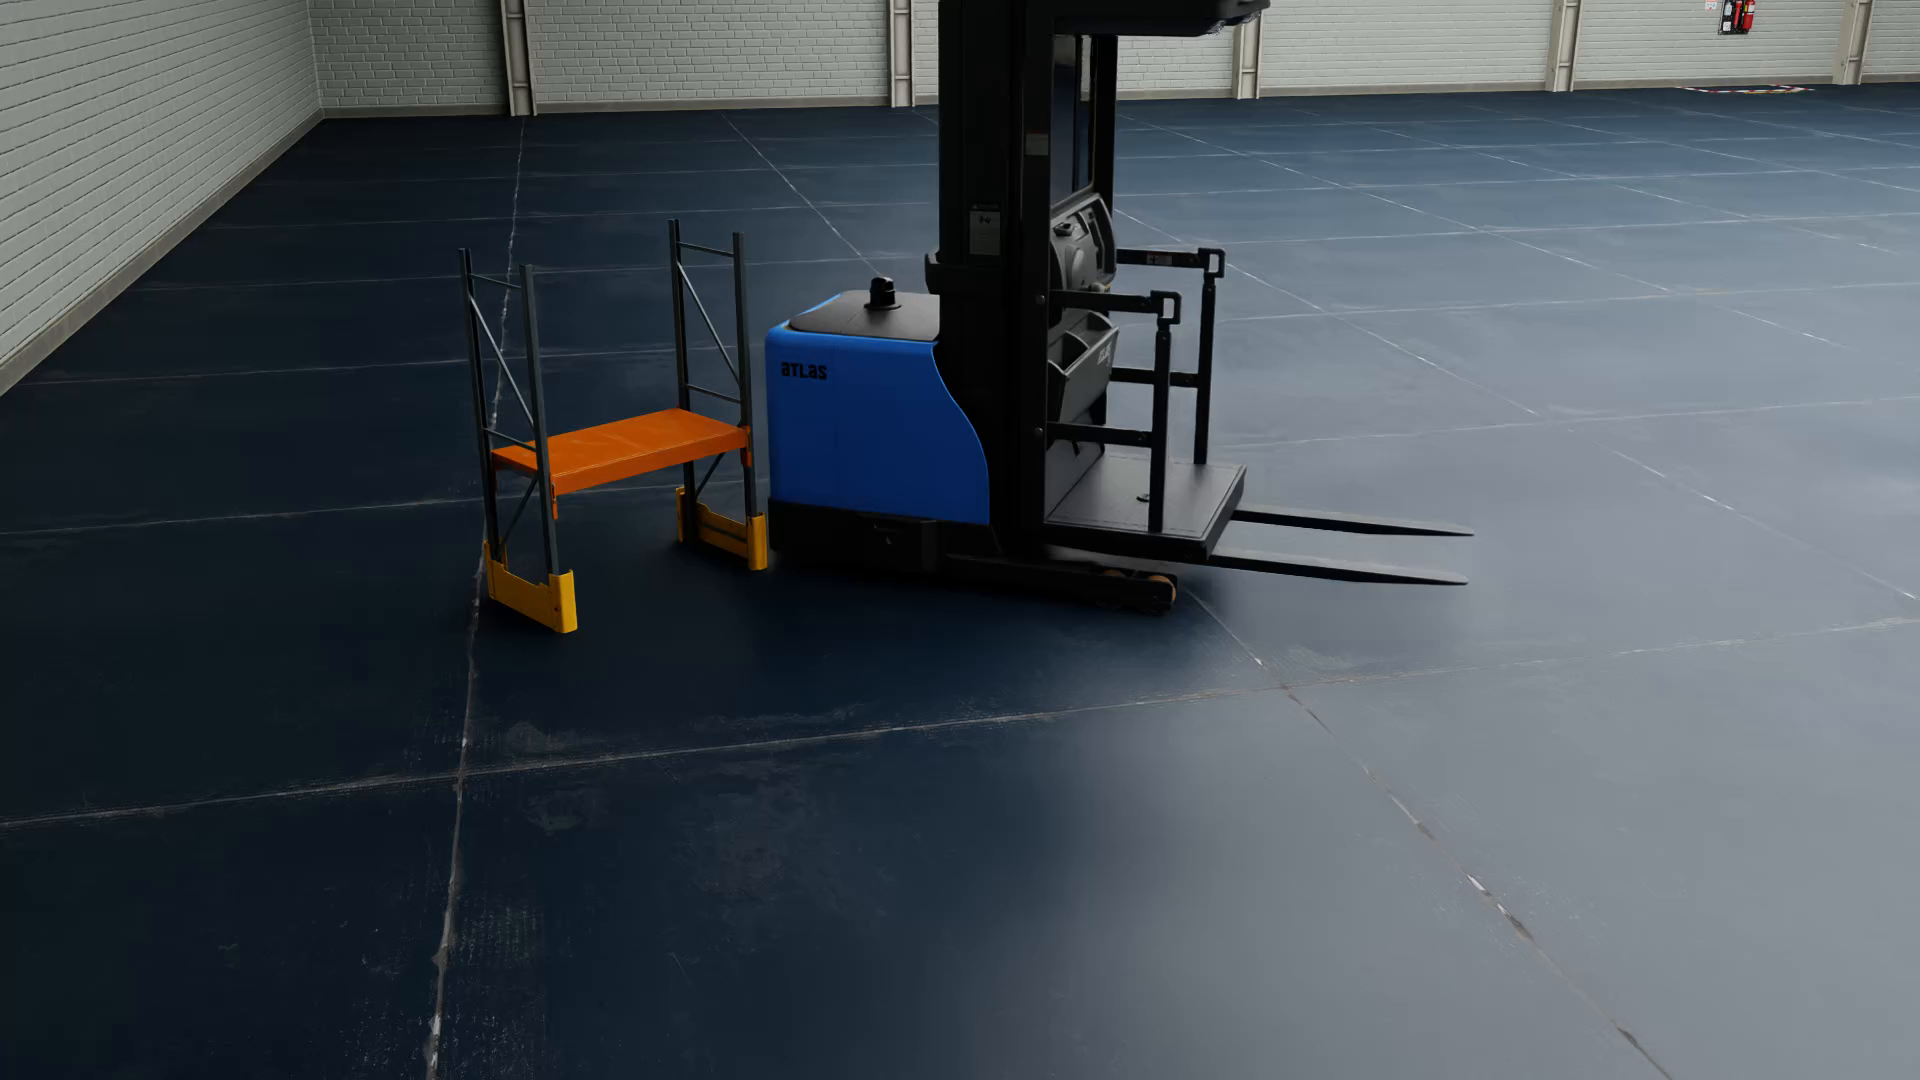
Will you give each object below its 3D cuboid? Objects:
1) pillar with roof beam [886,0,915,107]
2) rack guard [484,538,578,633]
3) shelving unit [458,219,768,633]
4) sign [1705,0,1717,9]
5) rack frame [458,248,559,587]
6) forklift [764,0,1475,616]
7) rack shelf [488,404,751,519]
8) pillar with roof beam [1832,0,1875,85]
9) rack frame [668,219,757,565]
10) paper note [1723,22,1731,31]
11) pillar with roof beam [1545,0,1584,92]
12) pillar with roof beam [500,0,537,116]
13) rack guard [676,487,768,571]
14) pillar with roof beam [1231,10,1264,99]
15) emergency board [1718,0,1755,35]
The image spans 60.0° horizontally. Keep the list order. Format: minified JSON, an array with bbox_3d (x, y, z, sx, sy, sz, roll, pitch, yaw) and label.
[{"bbox_3d":[0.034,-9.888,21.726,0.400,9.000,9.100,-5,21,-12],"label":"pillar with roof beam"},{"bbox_3d":[-1.797,0.185,6.947,0.587,0.250,0.087,19,27,42],"label":"rack guard"},{"bbox_3d":[-1.445,-0.523,7.063,0.587,1.500,1.083,19,27,42],"label":"shelving unit"},{"bbox_3d":[13.585,-9.762,30.050,0.234,0.329,0.001,-5,21,-12],"label":"sign"},{"bbox_3d":[-1.811,-0.397,6.719,0.500,1.500,0.032,19,27,42],"label":"rack frame"},{"bbox_3d":[0.712,-1.265,7.008,3.031,2.935,1.130,7,21,17],"label":"forklift"},{"bbox_3d":[-1.452,-0.352,7.119,0.538,0.185,1.000,19,27,42],"label":"rack shelf"},{"bbox_3d":[17.551,-11.313,25.615,0.400,9.000,9.100,-5,21,-12],"label":"pillar with roof beam"},{"bbox_3d":[-1.093,-0.645,7.394,0.500,1.500,0.032,19,27,42],"label":"rack frame"},{"bbox_3d":[13.959,-9.350,30.258,0.142,0.148,0.016,-5,21,-12],"label":"paper note"},{"bbox_3d":[11.712,-10.838,24.319,0.400,9.000,9.100,-5,21,-12],"label":"pillar with roof beam"},{"bbox_3d":[-5.805,-9.413,20.429,0.400,9.000,9.100,-5,21,-12],"label":"pillar with roof beam"},{"bbox_3d":[-1.094,-0.058,7.609,0.587,0.250,0.087,19,27,42],"label":"rack guard"},{"bbox_3d":[5.873,-10.363,23.022,0.400,9.000,9.100,-5,21,-12],"label":"pillar with roof beam"},{"bbox_3d":[14.147,-9.754,30.082,0.643,1.169,0.194,-5,21,-12],"label":"emergency board"}]
